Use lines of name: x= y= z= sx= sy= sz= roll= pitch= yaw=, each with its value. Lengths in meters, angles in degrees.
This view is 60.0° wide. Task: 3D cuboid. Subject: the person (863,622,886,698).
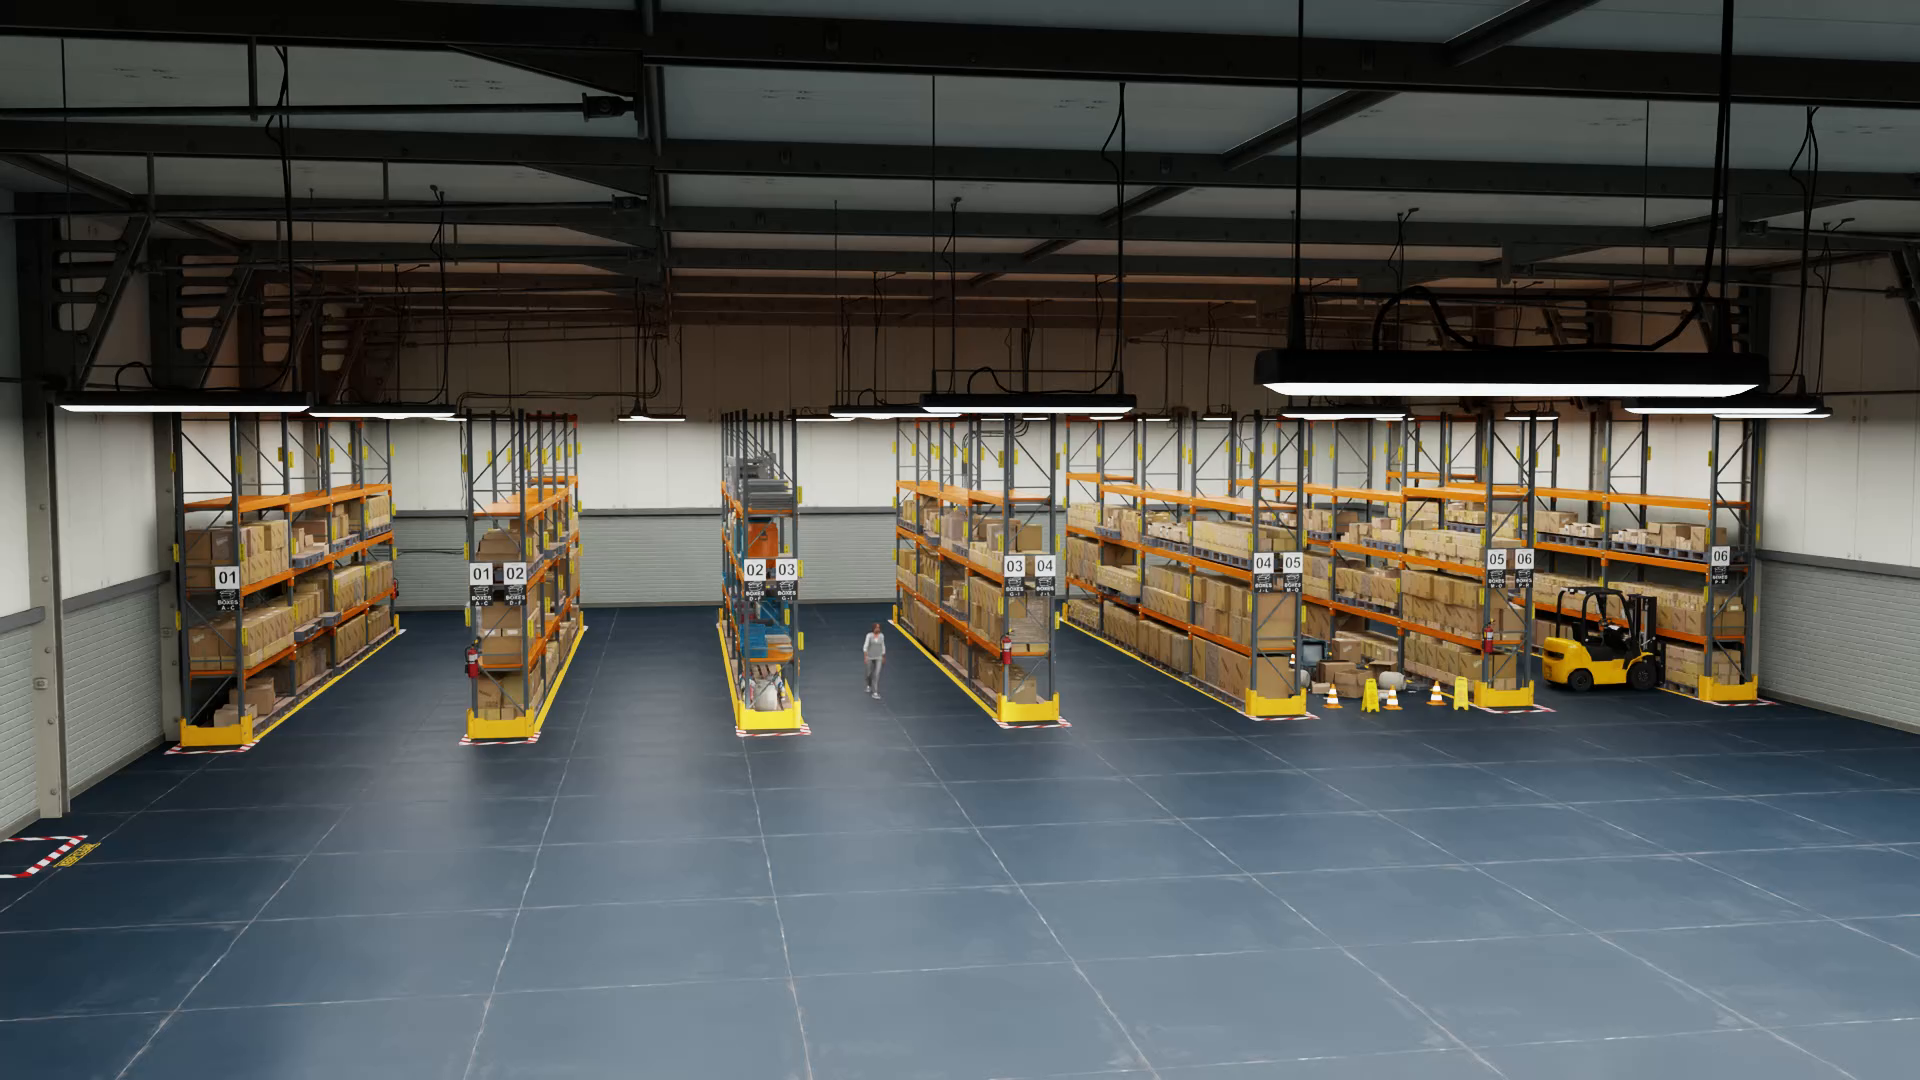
person: x=-1.789 y=2.506 z=34.967 sx=0.503 sy=1.562 sz=0.808 roll=-1 pitch=4 yaw=-14

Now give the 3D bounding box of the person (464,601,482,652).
person: x=-12.083 y=2.023 z=41.655 sx=0.553 sy=1.601 sz=0.700 roll=0 pitch=4 yaw=3

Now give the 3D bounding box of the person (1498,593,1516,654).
person: x=13.213 y=2.117 z=40.043 sx=0.468 sy=1.727 sz=0.592 roll=-2 pitch=4 yaw=-21
